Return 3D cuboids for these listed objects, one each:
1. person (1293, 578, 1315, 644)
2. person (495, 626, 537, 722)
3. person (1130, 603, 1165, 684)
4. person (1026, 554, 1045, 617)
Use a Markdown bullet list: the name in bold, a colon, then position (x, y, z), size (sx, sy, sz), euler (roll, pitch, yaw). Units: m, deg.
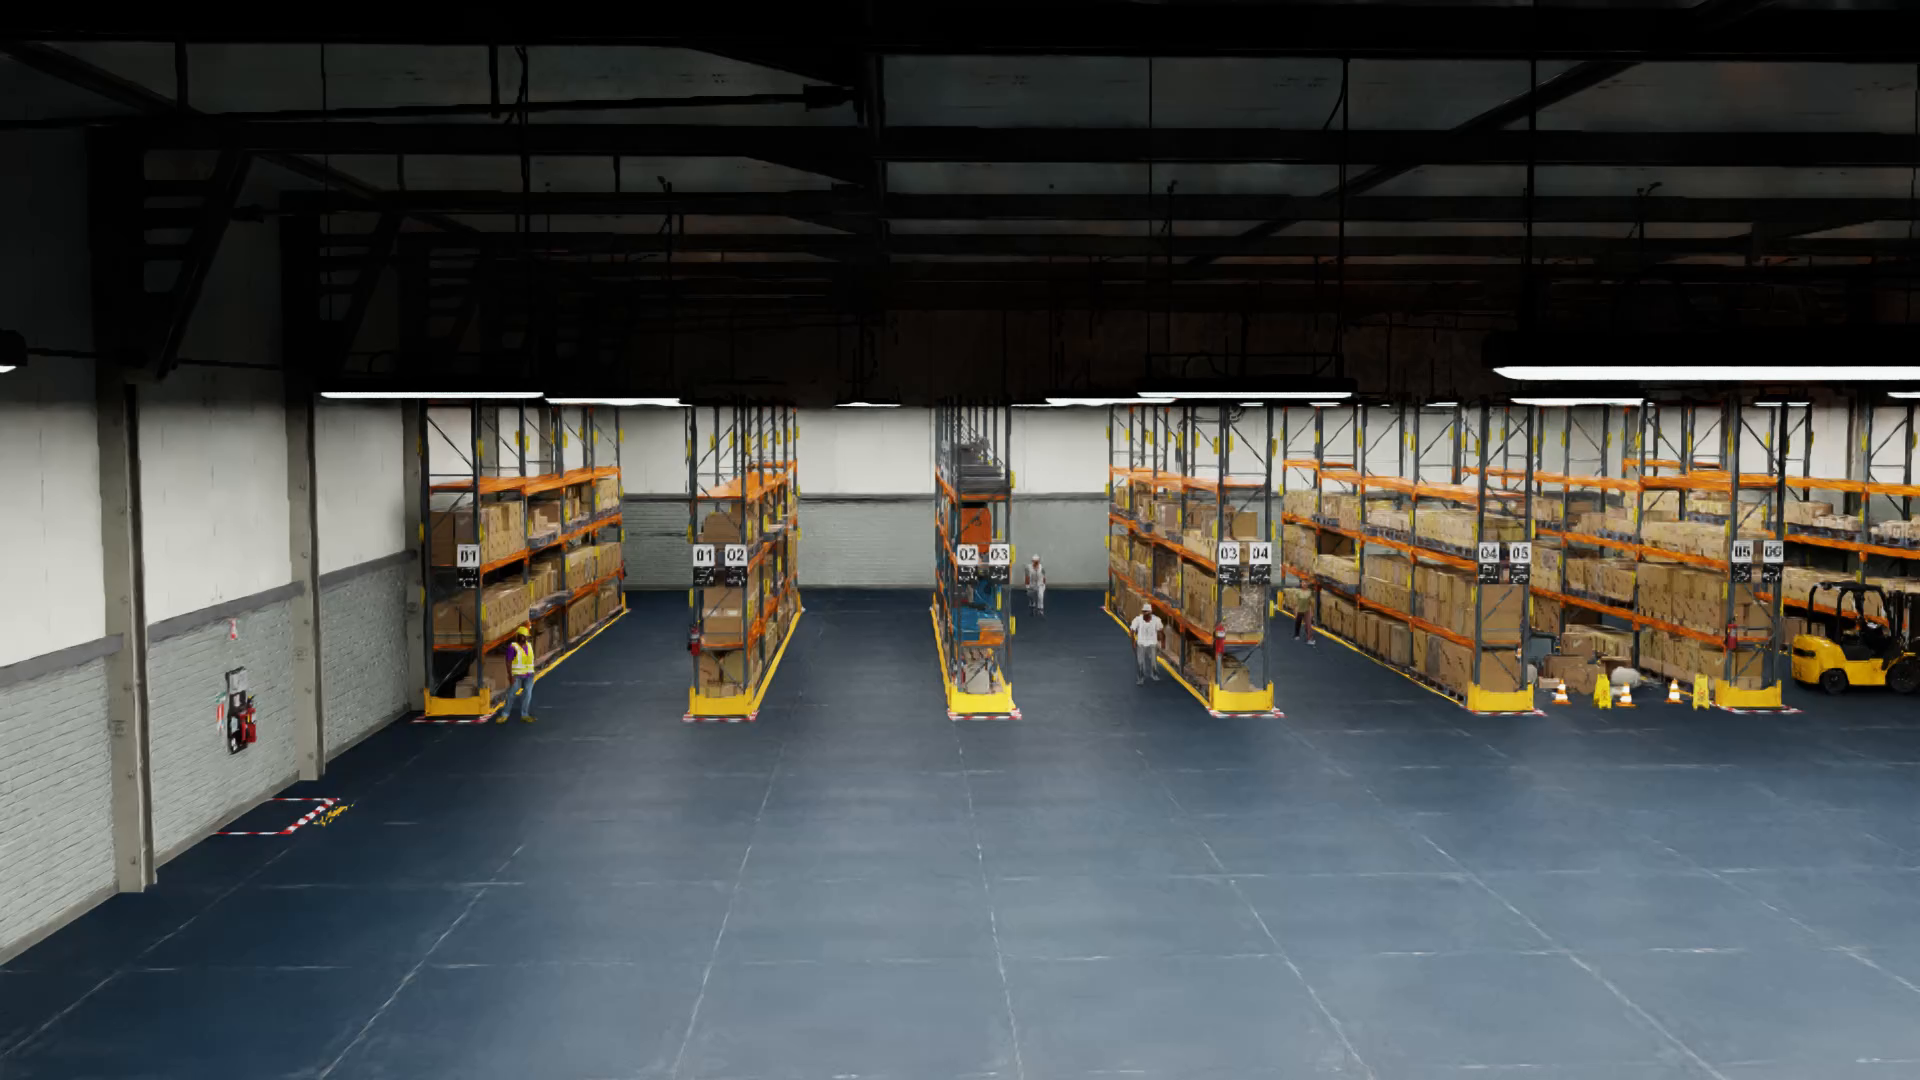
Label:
- **person**: position (8.383, 1.711, 40.685), size (0.448, 1.590, 1.110), euler (0, 4, 0)
- **person**: position (-8.125, 2.462, 30.370), size (0.487, 1.755, 0.736), euler (4, 6, 43)
- **person**: position (3.902, 2.153, 34.607), size (0.747, 1.708, 0.615), euler (0, 5, 6)
- **person**: position (2.083, 1.246, 45.807), size (0.553, 1.707, 1.105), euler (0, 4, 0)
